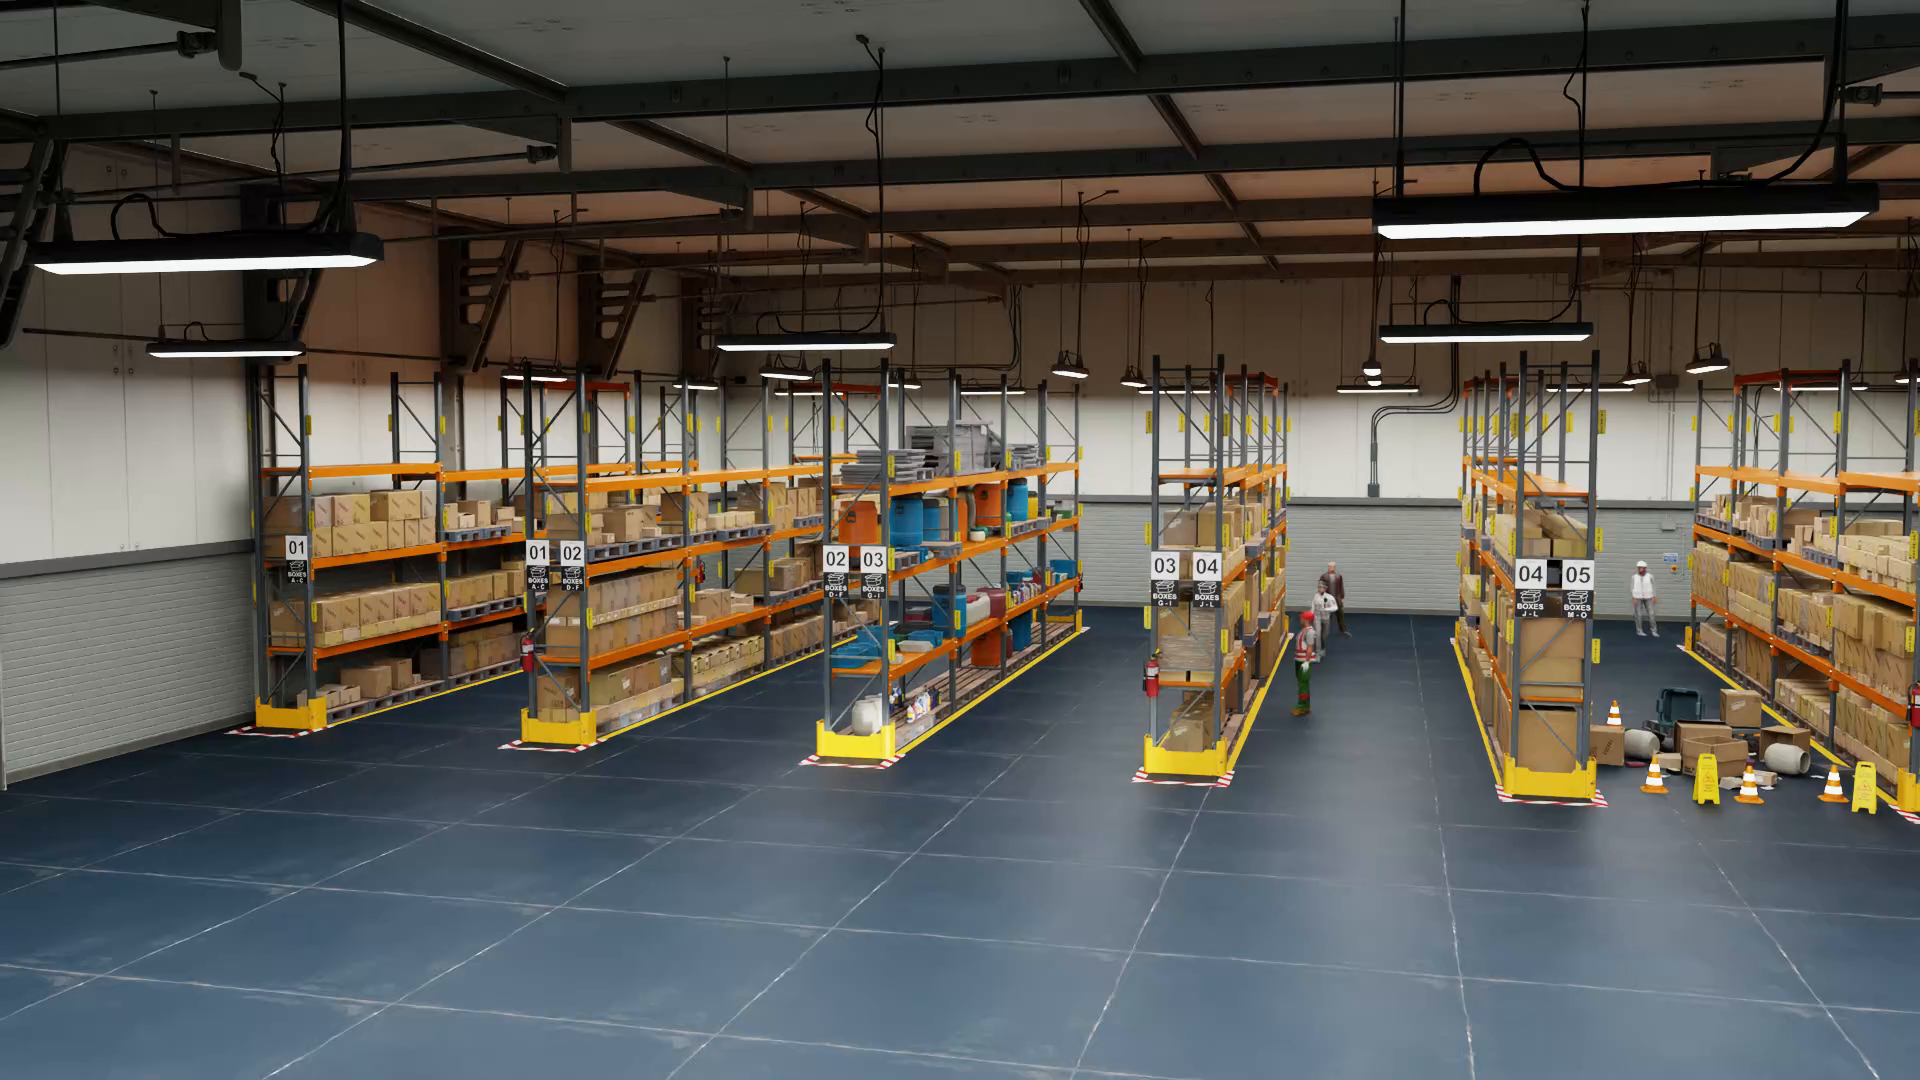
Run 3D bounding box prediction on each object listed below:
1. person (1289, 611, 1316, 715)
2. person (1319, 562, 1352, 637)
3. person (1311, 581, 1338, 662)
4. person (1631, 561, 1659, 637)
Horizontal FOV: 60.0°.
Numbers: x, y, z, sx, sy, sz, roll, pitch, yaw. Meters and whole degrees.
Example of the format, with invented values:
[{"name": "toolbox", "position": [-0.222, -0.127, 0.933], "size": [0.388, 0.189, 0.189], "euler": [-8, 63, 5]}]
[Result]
[{"name": "person", "position": [5.944, 2.118, 28.892], "size": [0.489, 1.790, 0.548], "euler": [-1, 4, -17]}, {"name": "person", "position": [8.814, 1.392, 39.282], "size": [0.664, 1.735, 0.993], "euler": [-1, 4, -13]}, {"name": "person", "position": [7.737, 1.700, 35.315], "size": [0.554, 1.669, 0.968], "euler": [1, 4, 13]}, {"name": "person", "position": [16.303, 1.394, 39.564], "size": [0.624, 1.781, 0.427], "euler": [1, 4, 19]}]
